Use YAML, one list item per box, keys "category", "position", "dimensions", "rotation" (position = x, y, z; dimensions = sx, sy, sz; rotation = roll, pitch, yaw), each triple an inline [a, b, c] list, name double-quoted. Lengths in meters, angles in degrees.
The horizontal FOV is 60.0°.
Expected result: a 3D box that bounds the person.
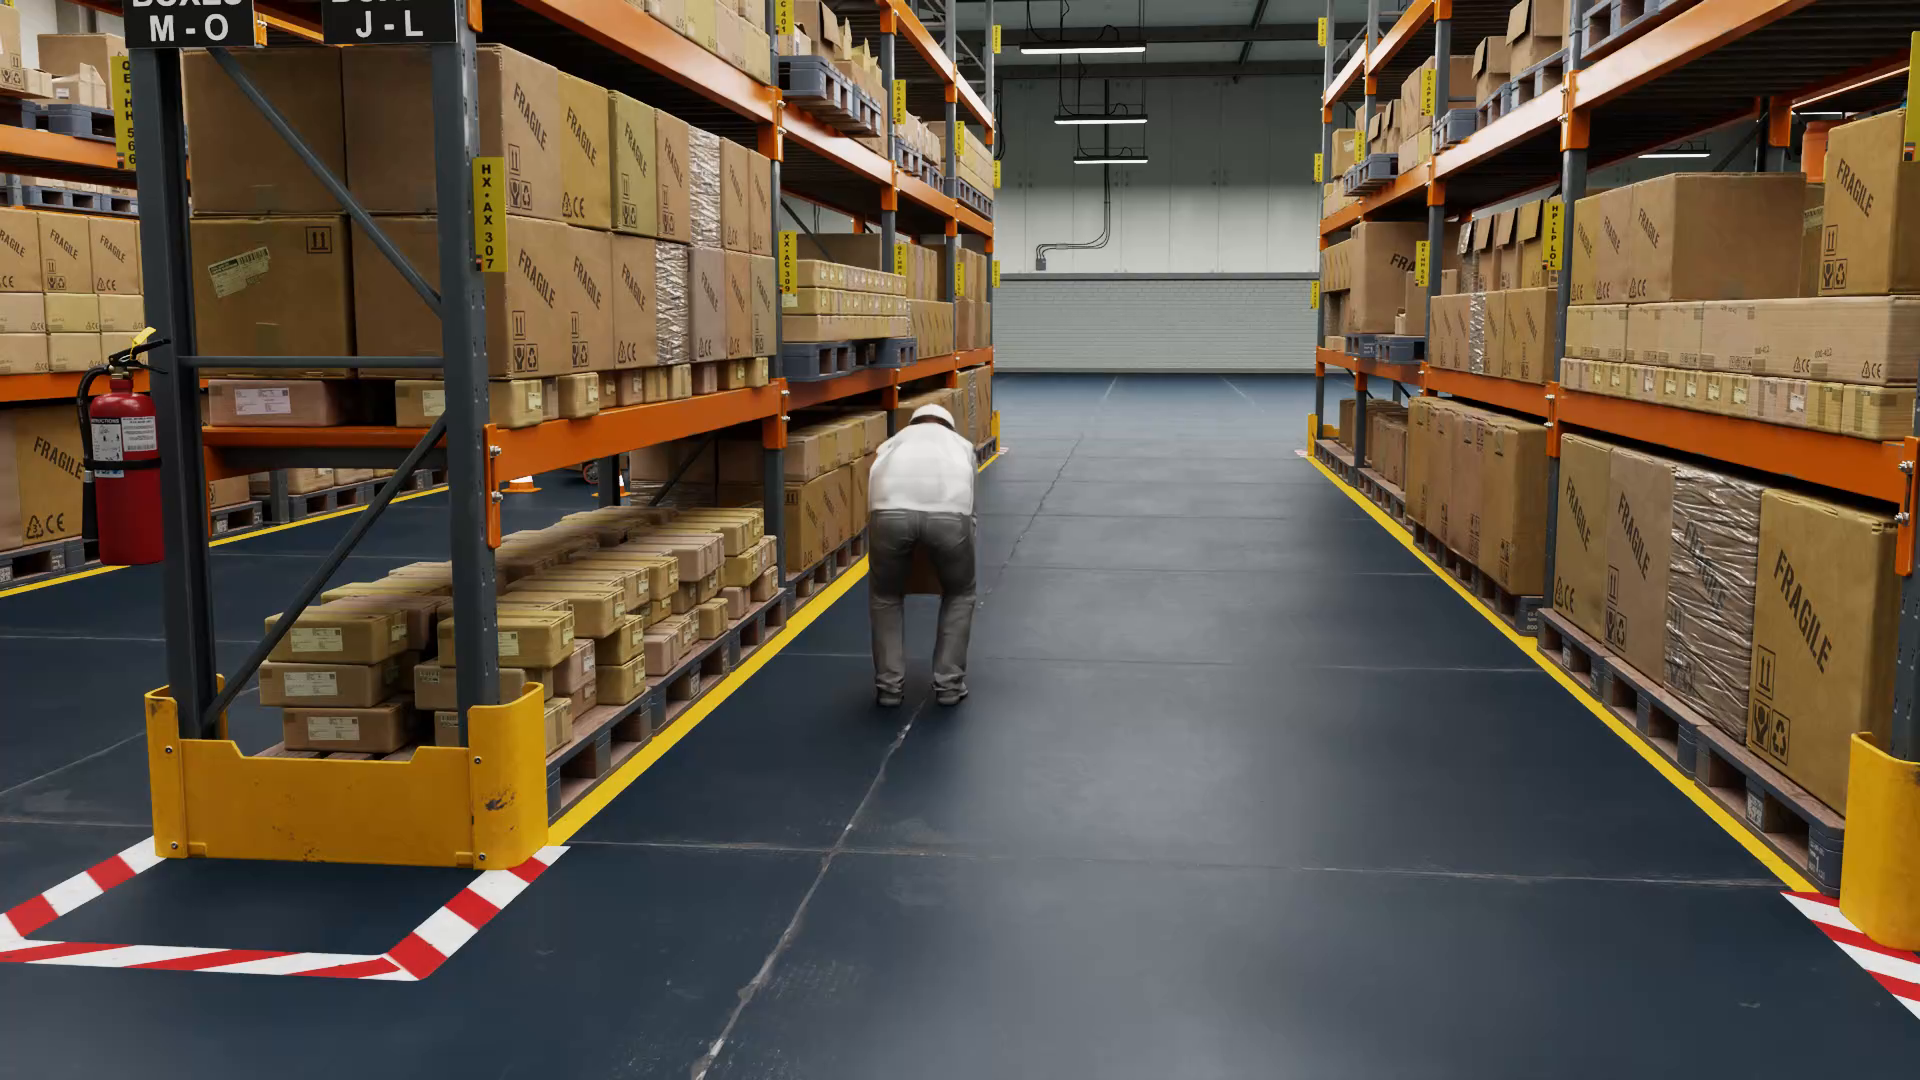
- category: "person"
  position: [-0.154, 0.047, 7.312]
  dimensions: [0.468, 1.255, 0.968]
  rotation: [1, 8, 4]
